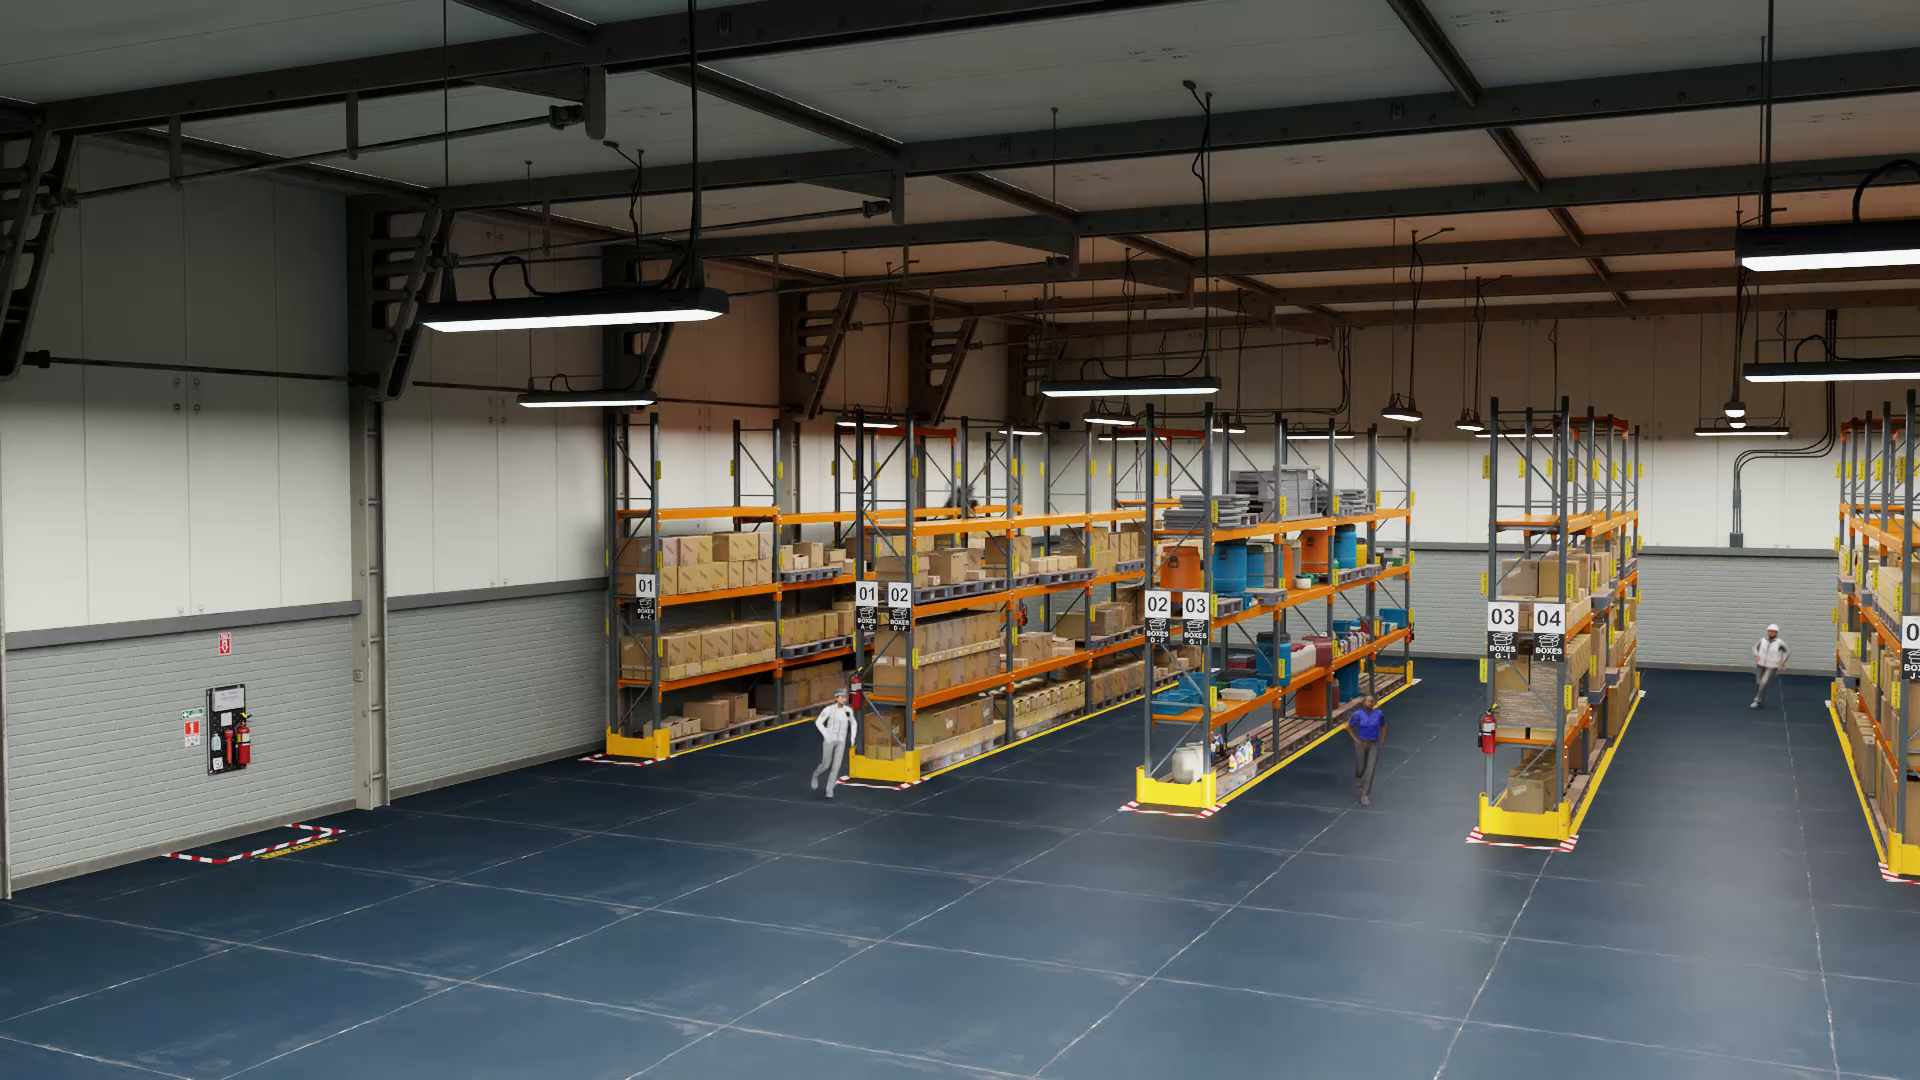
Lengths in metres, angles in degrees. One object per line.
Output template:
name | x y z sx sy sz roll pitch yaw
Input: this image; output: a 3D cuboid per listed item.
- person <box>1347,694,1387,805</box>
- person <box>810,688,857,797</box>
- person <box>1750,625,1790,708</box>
person | 6.180 3.141 25.238 0.600 1.641 0.796 0 2 4
person | -1.901 3.095 25.657 0.686 1.641 0.707 -1 3 -23
person | 17.030 2.646 35.033 0.723 1.739 0.952 2 3 43
